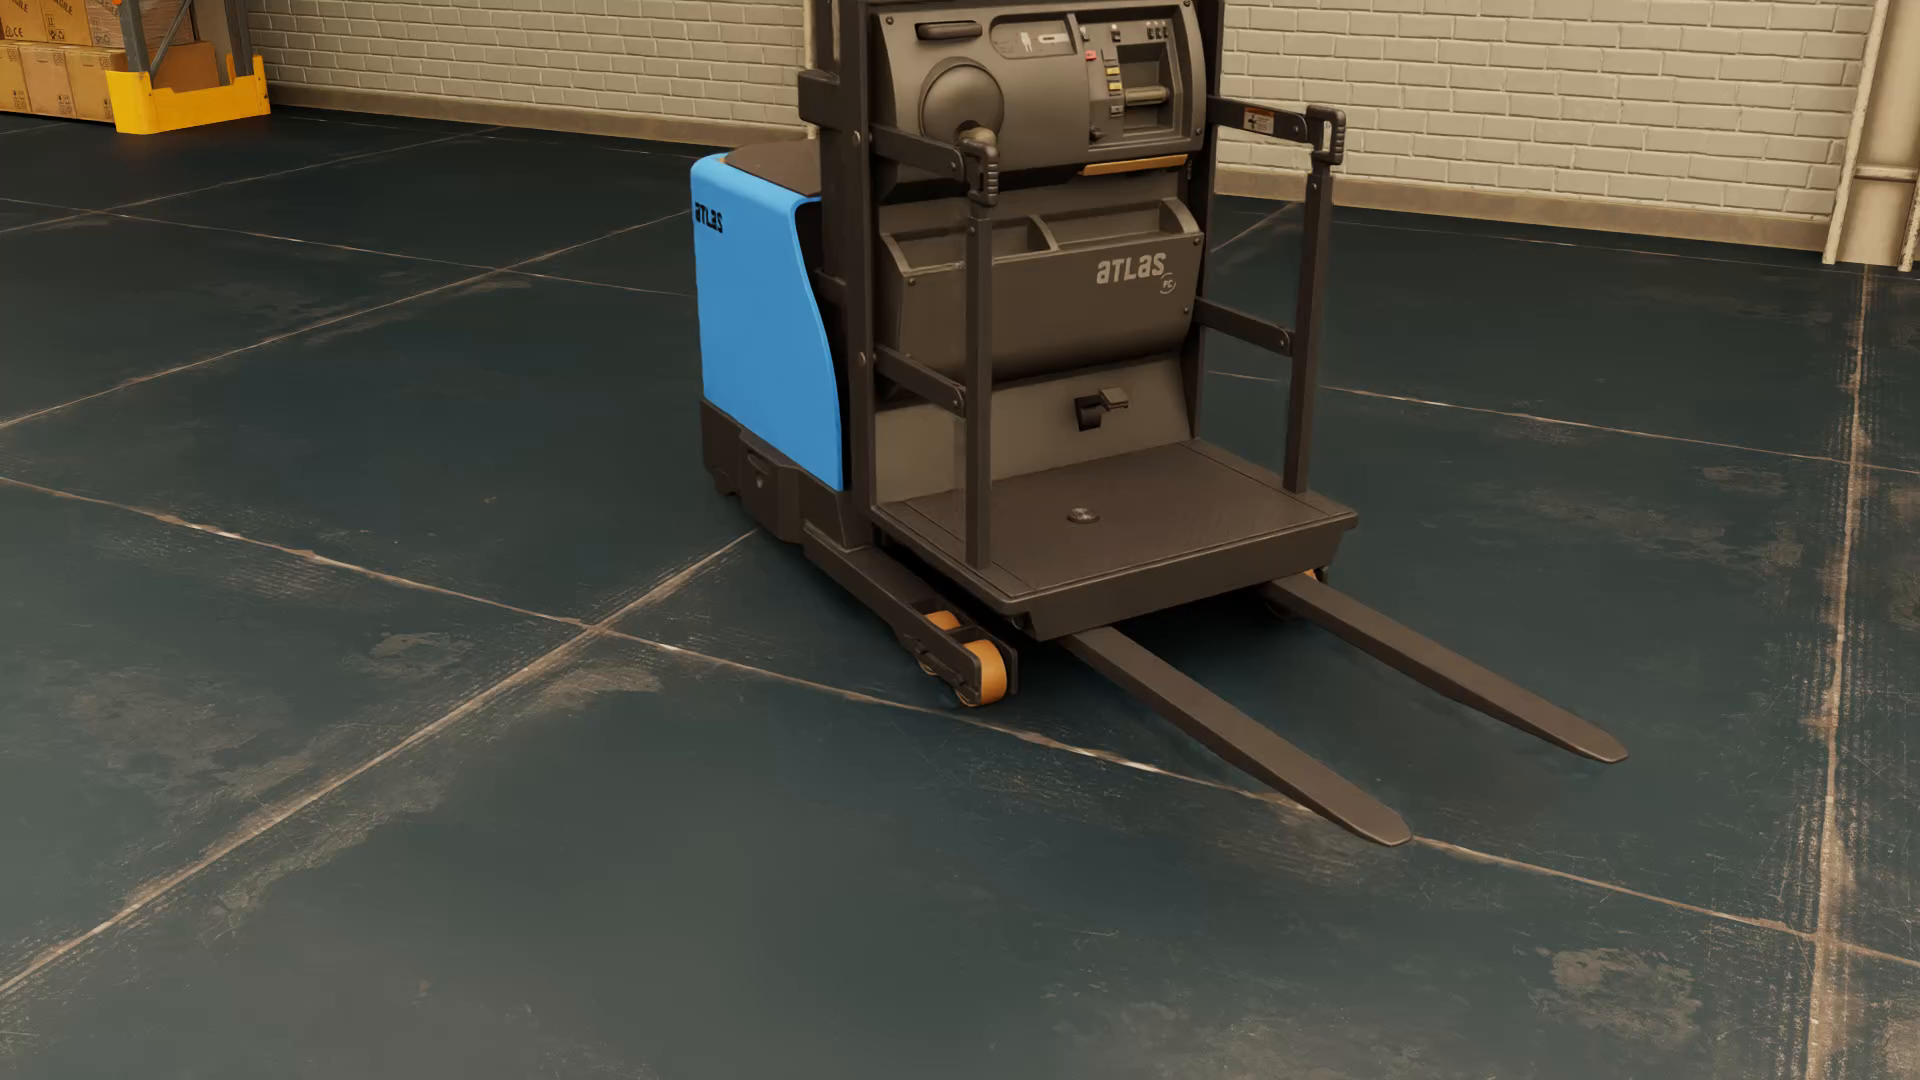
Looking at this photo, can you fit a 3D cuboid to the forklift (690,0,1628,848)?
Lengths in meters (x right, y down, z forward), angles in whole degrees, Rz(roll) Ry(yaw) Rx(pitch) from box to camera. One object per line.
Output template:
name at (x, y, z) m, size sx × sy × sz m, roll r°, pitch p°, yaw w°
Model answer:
forklift at (0.334, -1.143, 4.006) m, size 1.130 × 2.935 × 3.031 m, roll -13°, pitch 26°, yaw -28°
